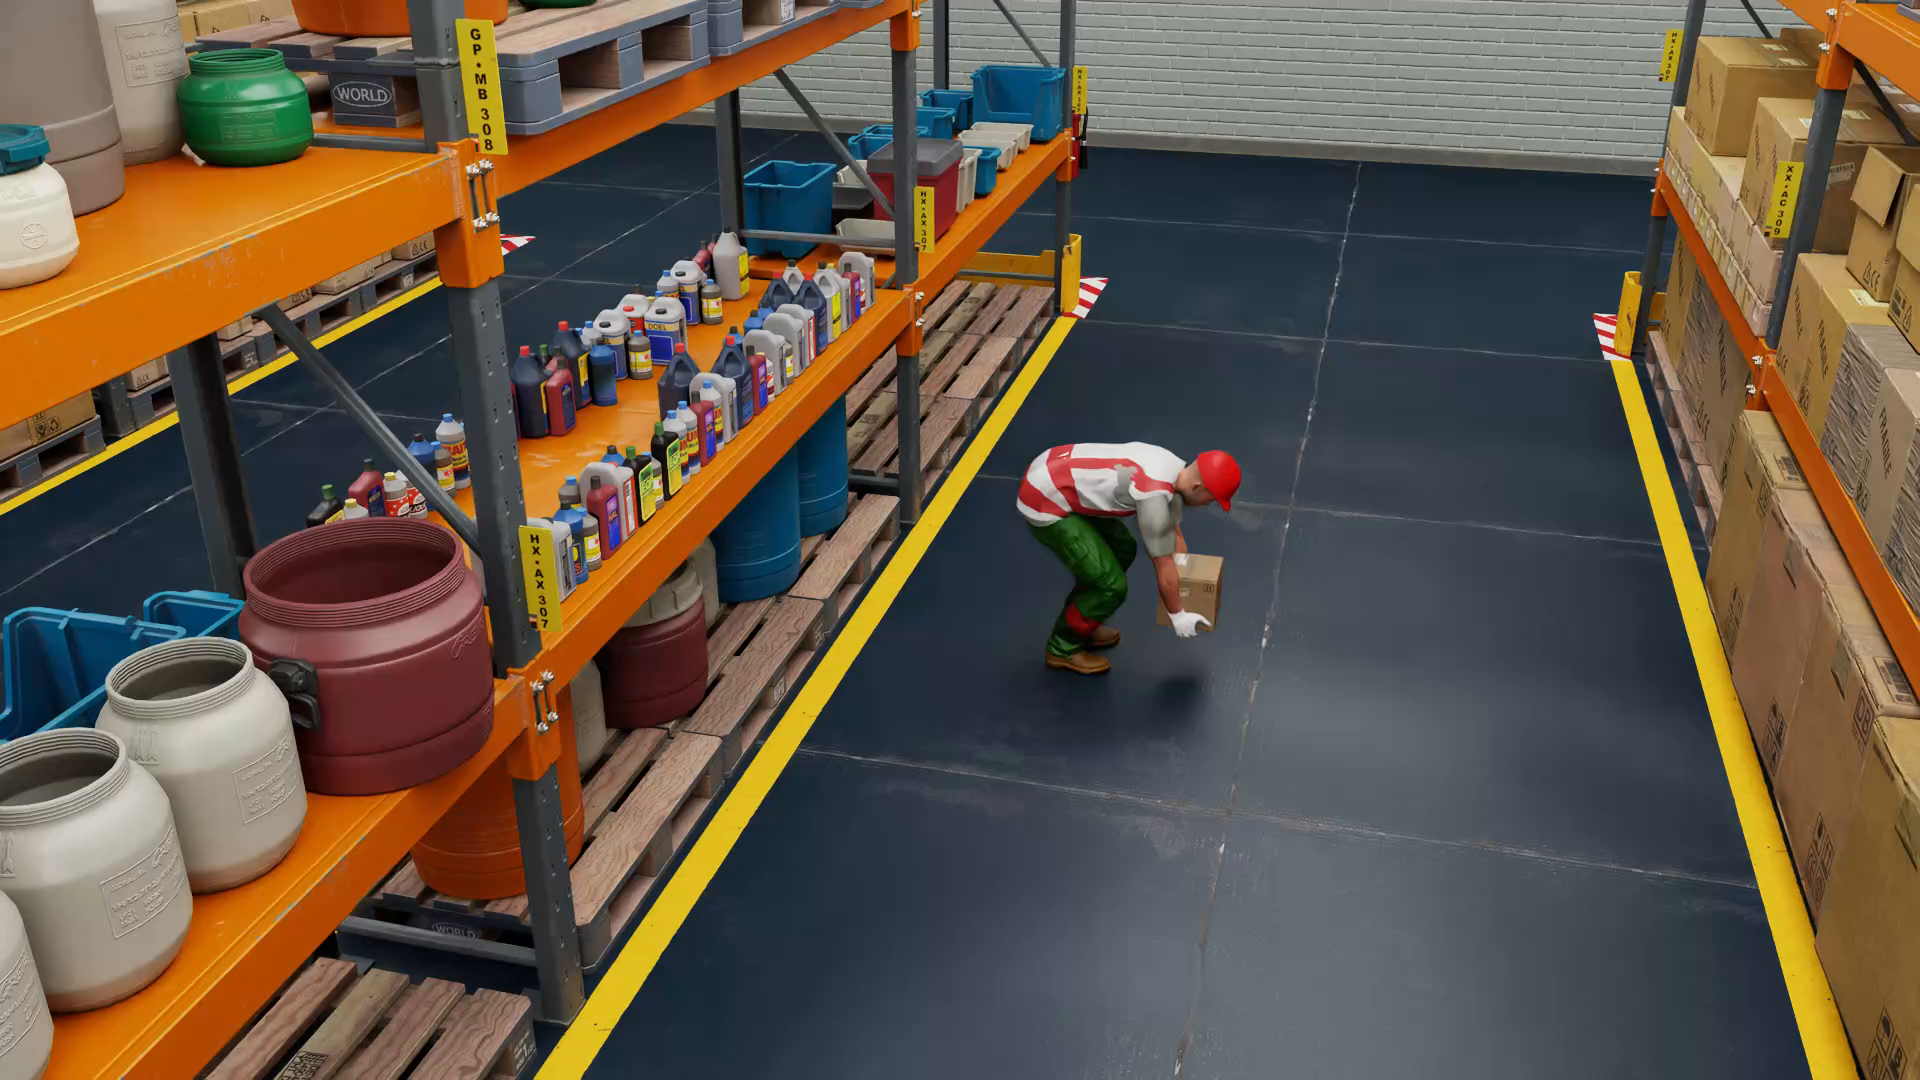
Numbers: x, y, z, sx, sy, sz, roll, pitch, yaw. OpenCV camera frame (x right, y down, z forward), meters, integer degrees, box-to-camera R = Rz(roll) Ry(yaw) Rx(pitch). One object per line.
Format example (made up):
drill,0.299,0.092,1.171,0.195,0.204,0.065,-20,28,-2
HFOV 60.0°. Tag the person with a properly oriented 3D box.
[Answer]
person,0.726,0.066,7.324,0.959,1.036,0.532,5,26,11
